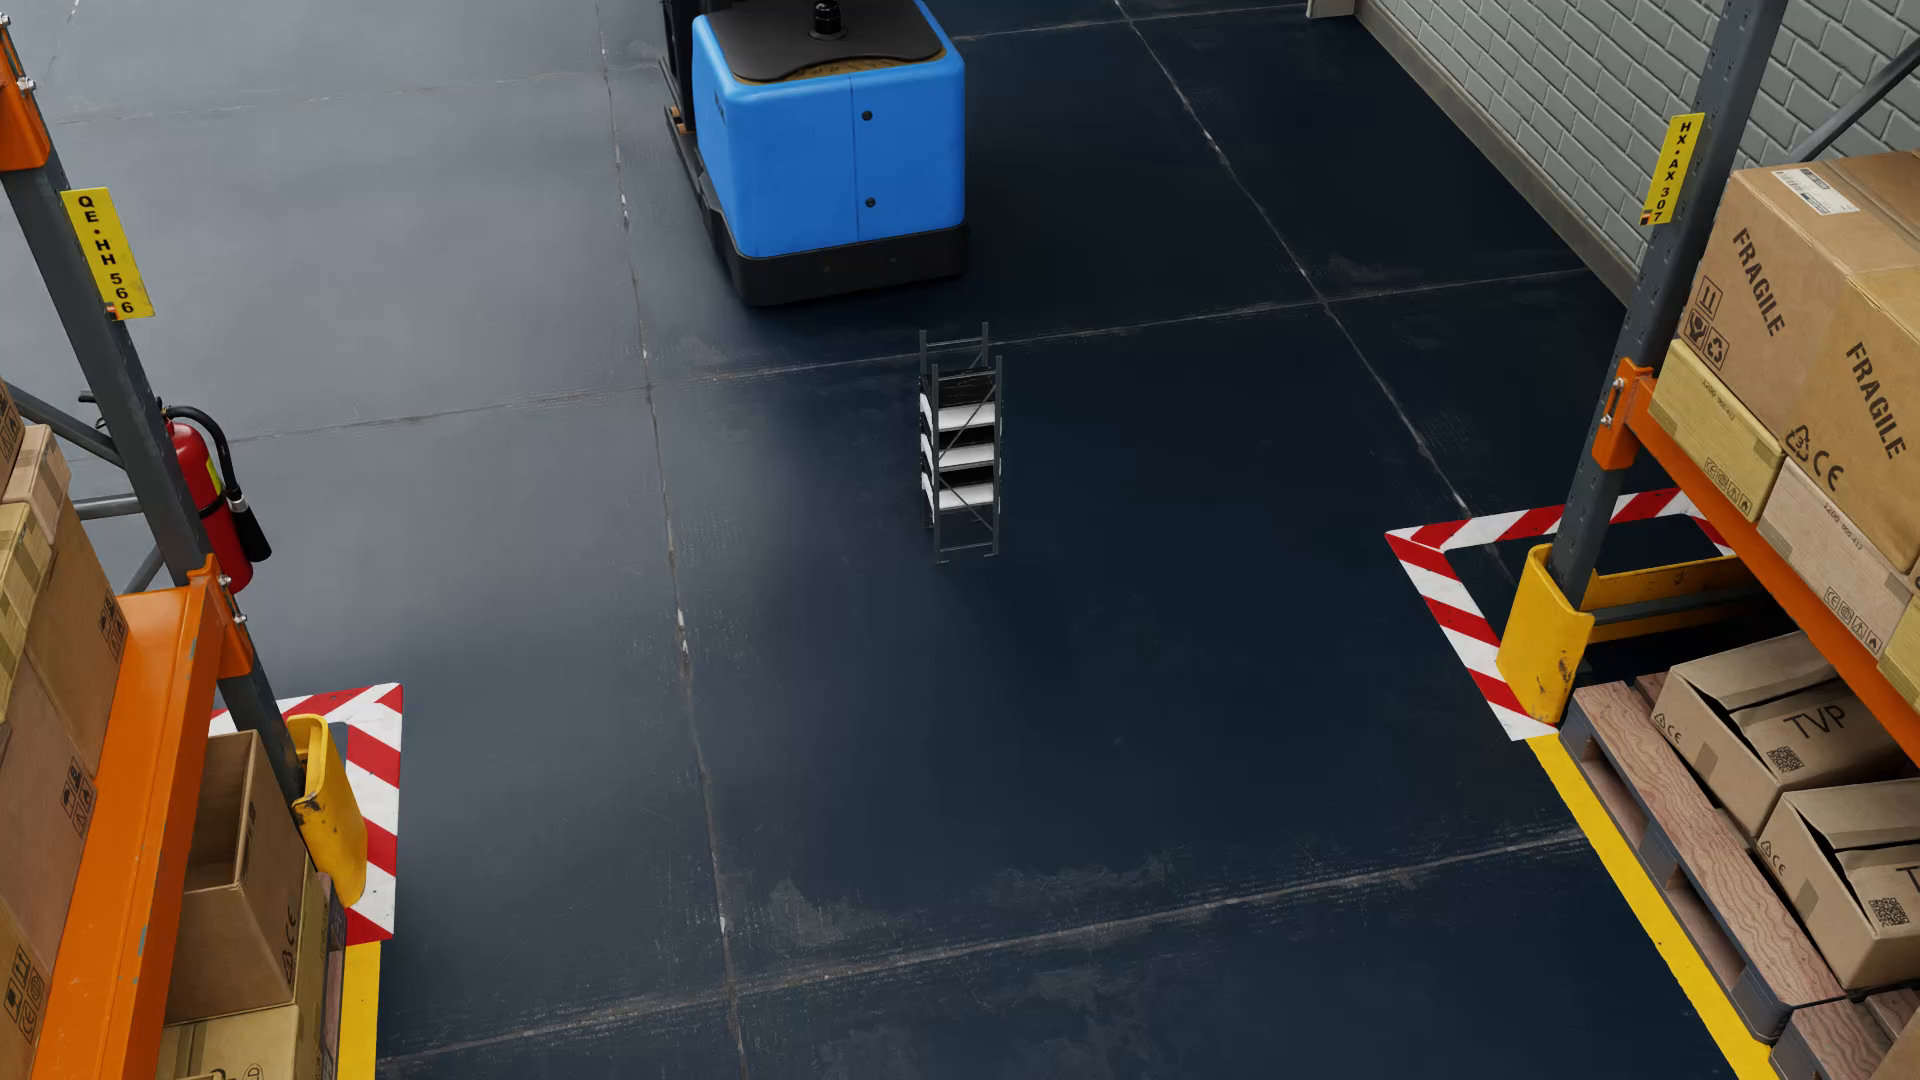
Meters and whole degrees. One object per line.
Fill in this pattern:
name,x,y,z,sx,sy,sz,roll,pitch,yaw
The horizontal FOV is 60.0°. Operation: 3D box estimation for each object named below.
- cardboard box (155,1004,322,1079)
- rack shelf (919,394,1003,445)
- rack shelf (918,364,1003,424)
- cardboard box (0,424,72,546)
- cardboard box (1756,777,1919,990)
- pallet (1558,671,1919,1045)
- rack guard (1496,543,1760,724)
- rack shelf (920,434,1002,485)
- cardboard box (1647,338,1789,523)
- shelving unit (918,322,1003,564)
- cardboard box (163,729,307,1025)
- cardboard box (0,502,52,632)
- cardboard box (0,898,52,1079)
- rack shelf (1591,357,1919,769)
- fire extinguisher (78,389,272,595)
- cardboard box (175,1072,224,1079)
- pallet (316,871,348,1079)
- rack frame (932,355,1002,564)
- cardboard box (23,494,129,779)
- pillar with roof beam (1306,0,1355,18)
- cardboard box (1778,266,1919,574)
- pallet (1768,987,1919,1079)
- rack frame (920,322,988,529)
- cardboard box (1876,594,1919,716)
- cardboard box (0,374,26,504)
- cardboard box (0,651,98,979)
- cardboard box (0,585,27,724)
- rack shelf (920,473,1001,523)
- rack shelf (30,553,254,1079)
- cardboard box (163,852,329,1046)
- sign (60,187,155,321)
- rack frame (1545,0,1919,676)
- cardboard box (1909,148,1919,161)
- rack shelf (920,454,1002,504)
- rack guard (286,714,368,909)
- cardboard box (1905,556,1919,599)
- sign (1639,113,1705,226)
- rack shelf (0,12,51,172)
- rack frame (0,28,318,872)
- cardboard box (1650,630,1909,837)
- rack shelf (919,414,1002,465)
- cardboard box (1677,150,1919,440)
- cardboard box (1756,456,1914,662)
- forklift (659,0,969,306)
cardboard box,-1.875,1.467,4.092,0.500,0.250,0.500,-8,42,-9
rack shelf,0.002,-0.441,5.848,0.258,0.077,0.200,-8,42,-9
rack shelf,0.002,-0.508,5.788,0.258,0.077,0.200,-8,42,-9
cardboard box,-2.130,-0.091,3.529,0.380,0.149,0.250,-9,42,-10
cardboard box,2.622,0.928,4.639,0.500,0.311,0.500,-5,42,-6
pallet,2.594,0.880,5.100,1.003,0.211,1.213,-8,42,-9
rack guard,2.454,0.240,5.603,1.175,0.500,0.348,-8,42,-9
rack shelf,0.002,-0.306,5.967,0.258,0.077,0.200,-8,42,-9
cardboard box,2.232,-0.333,4.464,0.500,0.250,0.500,-9,42,-11
shelving unit,0.002,-0.331,5.945,0.258,0.900,0.210,-8,42,-9
cardboard box,-1.993,0.864,4.207,0.500,0.500,0.500,-8,42,-9
cardboard box,-2.073,0.078,3.338,0.380,0.149,0.250,-7,42,-8
cardboard box,-2.091,0.898,2.904,0.700,0.500,0.500,-8,42,-9
rack shelf,2.869,0.822,3.607,1.077,0.370,4.000,-8,42,-9
fire extinguisher,-1.971,-0.146,4.213,0.296,0.674,0.183,-8,42,-9
cardboard box,-1.762,1.510,3.479,0.500,0.500,0.500,-8,42,-9
pallet,-2.193,1.501,4.400,1.003,0.211,1.213,-8,42,-9
rack frame,0.024,-0.265,5.871,0.240,0.900,0.006,-8,42,-9
cardboard box,-2.311,0.235,3.650,0.700,0.500,0.500,-8,42,-9
pillar with roof beam,-2.066,-5.930,6.152,9.100,9.000,0.400,-8,42,-9
cardboard box,2.344,-0.301,3.863,0.500,0.500,0.500,-8,42,-9
pallet,2.854,1.669,4.211,1.003,0.211,1.213,-8,42,-9
rack frame,-0.020,-0.397,6.020,0.240,0.900,0.006,-8,42,-9
cardboard box,2.463,0.332,3.714,0.500,0.250,0.500,-9,42,-10
cardboard box,-2.299,-0.215,3.181,0.700,0.500,0.500,-8,42,-9
cardboard box,-2.193,0.575,3.267,0.700,0.500,0.500,-7,42,-8
cardboard box,-2.017,0.244,3.152,0.380,0.149,0.250,-9,42,-10
rack shelf,0.002,-0.172,6.087,0.258,0.077,0.200,-8,42,-9
rack shelf,-1.967,1.534,2.804,1.077,0.370,4.000,-8,42,-9
cardboard box,-1.995,1.145,4.456,0.500,0.250,0.500,-8,42,-9
sign,-1.866,-0.622,3.641,0.100,0.325,0.005,-8,42,-9
rack frame,2.437,-0.744,4.828,1.000,3.000,0.127,-8,42,-9
cardboard box,2.746,-0.701,4.313,0.500,0.500,0.500,-9,42,-10
rack shelf,0.002,-0.239,6.027,0.258,0.077,0.200,-8,42,-9
rack guard,-2.404,0.888,4.873,1.175,0.500,0.348,-8,42,-9
cardboard box,2.449,0.034,3.485,0.500,0.500,0.500,-10,42,-11
sign,1.907,-0.990,4.453,0.100,0.325,0.005,-8,42,-9
rack shelf,-1.967,0.412,1.809,1.077,0.370,4.000,-8,42,-9
rack frame,-2.399,-0.032,4.026,1.000,3.000,0.127,-8,42,-9
cardboard box,2.499,0.559,5.055,0.500,0.311,0.500,-13,43,-14
rack shelf,0.002,-0.374,5.908,0.258,0.077,0.200,-8,42,-9
cardboard box,2.247,-0.623,4.226,0.500,0.500,0.500,-8,42,-9
cardboard box,2.358,0.001,4.087,0.500,0.250,0.500,-10,42,-11
forklift,-0.885,-3.113,7.549,1.130,2.935,3.031,-12,43,-13
